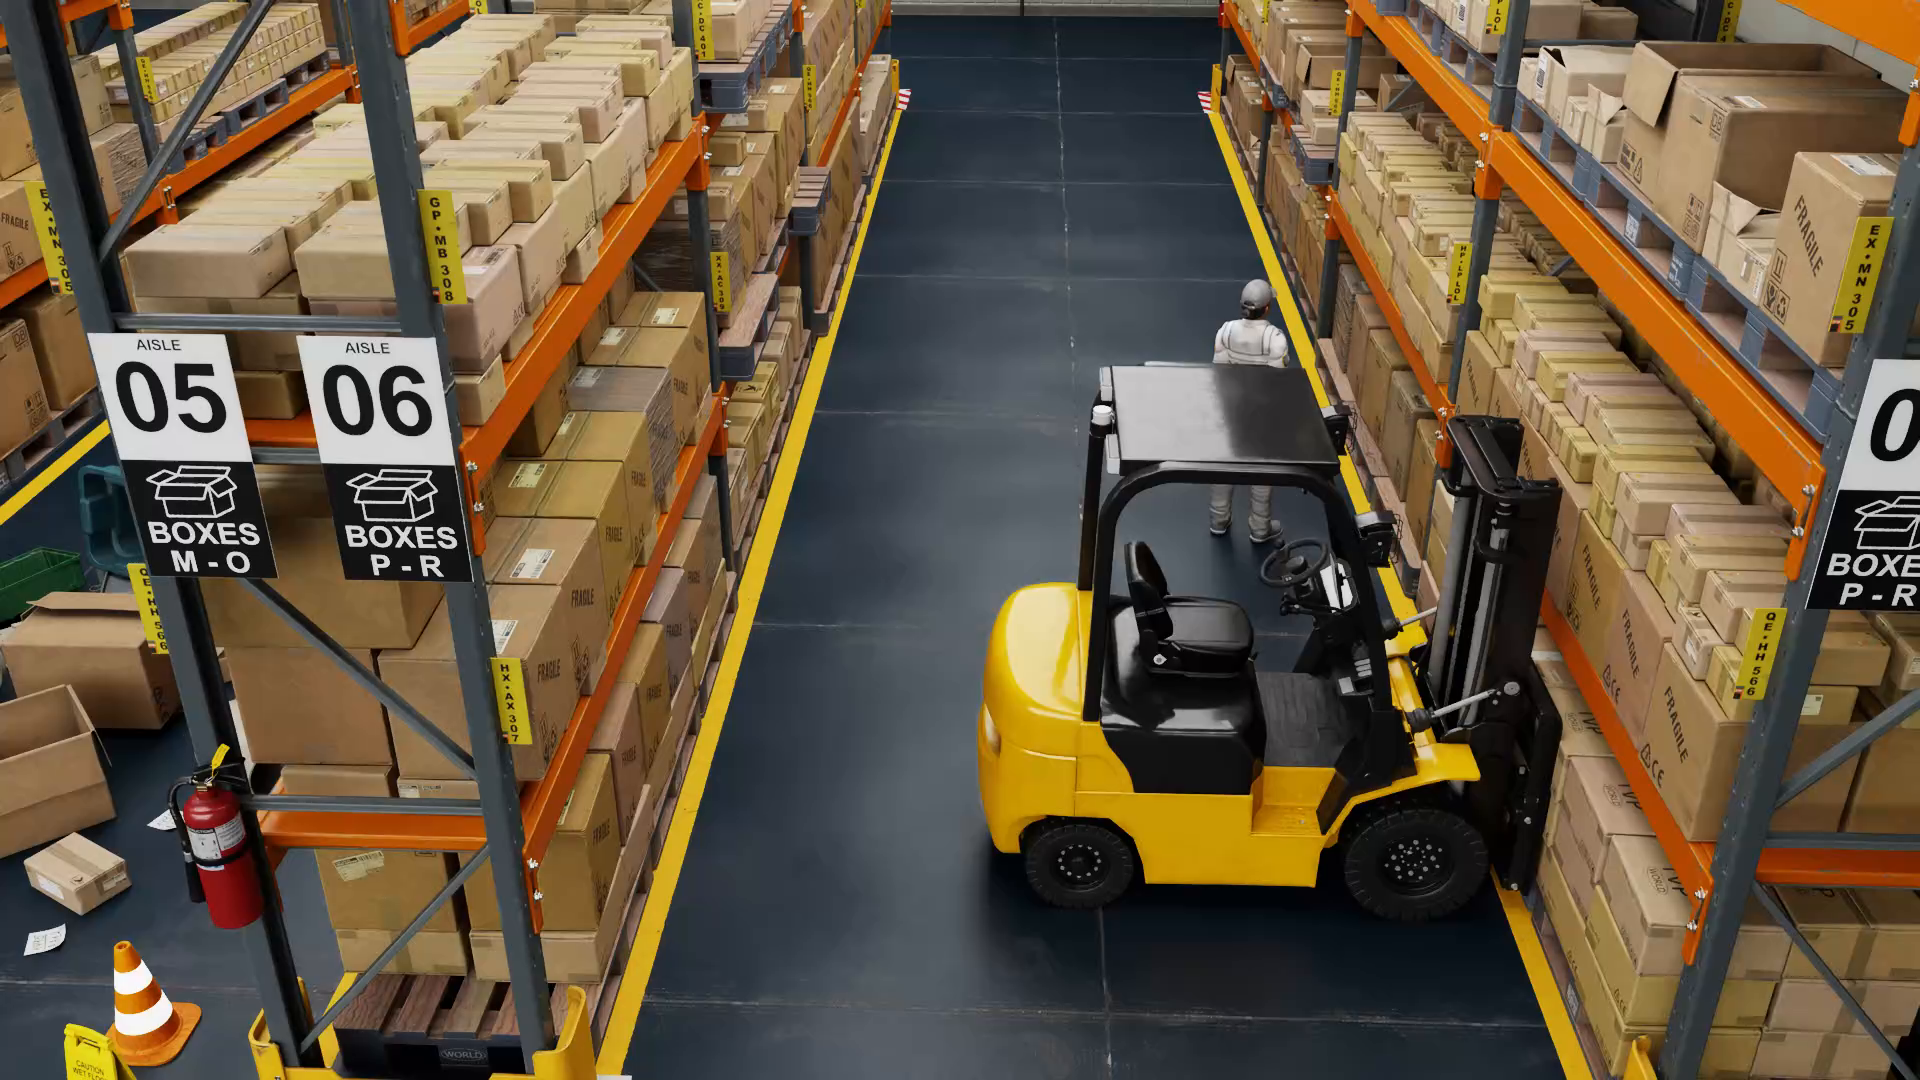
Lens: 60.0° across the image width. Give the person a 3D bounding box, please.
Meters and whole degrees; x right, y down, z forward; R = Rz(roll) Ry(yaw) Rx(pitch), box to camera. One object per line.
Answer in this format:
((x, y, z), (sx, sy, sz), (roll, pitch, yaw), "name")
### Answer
((1.762, -0.780, 10.081), (0.481, 1.667, 0.388), (13, 31, 23), "person")
